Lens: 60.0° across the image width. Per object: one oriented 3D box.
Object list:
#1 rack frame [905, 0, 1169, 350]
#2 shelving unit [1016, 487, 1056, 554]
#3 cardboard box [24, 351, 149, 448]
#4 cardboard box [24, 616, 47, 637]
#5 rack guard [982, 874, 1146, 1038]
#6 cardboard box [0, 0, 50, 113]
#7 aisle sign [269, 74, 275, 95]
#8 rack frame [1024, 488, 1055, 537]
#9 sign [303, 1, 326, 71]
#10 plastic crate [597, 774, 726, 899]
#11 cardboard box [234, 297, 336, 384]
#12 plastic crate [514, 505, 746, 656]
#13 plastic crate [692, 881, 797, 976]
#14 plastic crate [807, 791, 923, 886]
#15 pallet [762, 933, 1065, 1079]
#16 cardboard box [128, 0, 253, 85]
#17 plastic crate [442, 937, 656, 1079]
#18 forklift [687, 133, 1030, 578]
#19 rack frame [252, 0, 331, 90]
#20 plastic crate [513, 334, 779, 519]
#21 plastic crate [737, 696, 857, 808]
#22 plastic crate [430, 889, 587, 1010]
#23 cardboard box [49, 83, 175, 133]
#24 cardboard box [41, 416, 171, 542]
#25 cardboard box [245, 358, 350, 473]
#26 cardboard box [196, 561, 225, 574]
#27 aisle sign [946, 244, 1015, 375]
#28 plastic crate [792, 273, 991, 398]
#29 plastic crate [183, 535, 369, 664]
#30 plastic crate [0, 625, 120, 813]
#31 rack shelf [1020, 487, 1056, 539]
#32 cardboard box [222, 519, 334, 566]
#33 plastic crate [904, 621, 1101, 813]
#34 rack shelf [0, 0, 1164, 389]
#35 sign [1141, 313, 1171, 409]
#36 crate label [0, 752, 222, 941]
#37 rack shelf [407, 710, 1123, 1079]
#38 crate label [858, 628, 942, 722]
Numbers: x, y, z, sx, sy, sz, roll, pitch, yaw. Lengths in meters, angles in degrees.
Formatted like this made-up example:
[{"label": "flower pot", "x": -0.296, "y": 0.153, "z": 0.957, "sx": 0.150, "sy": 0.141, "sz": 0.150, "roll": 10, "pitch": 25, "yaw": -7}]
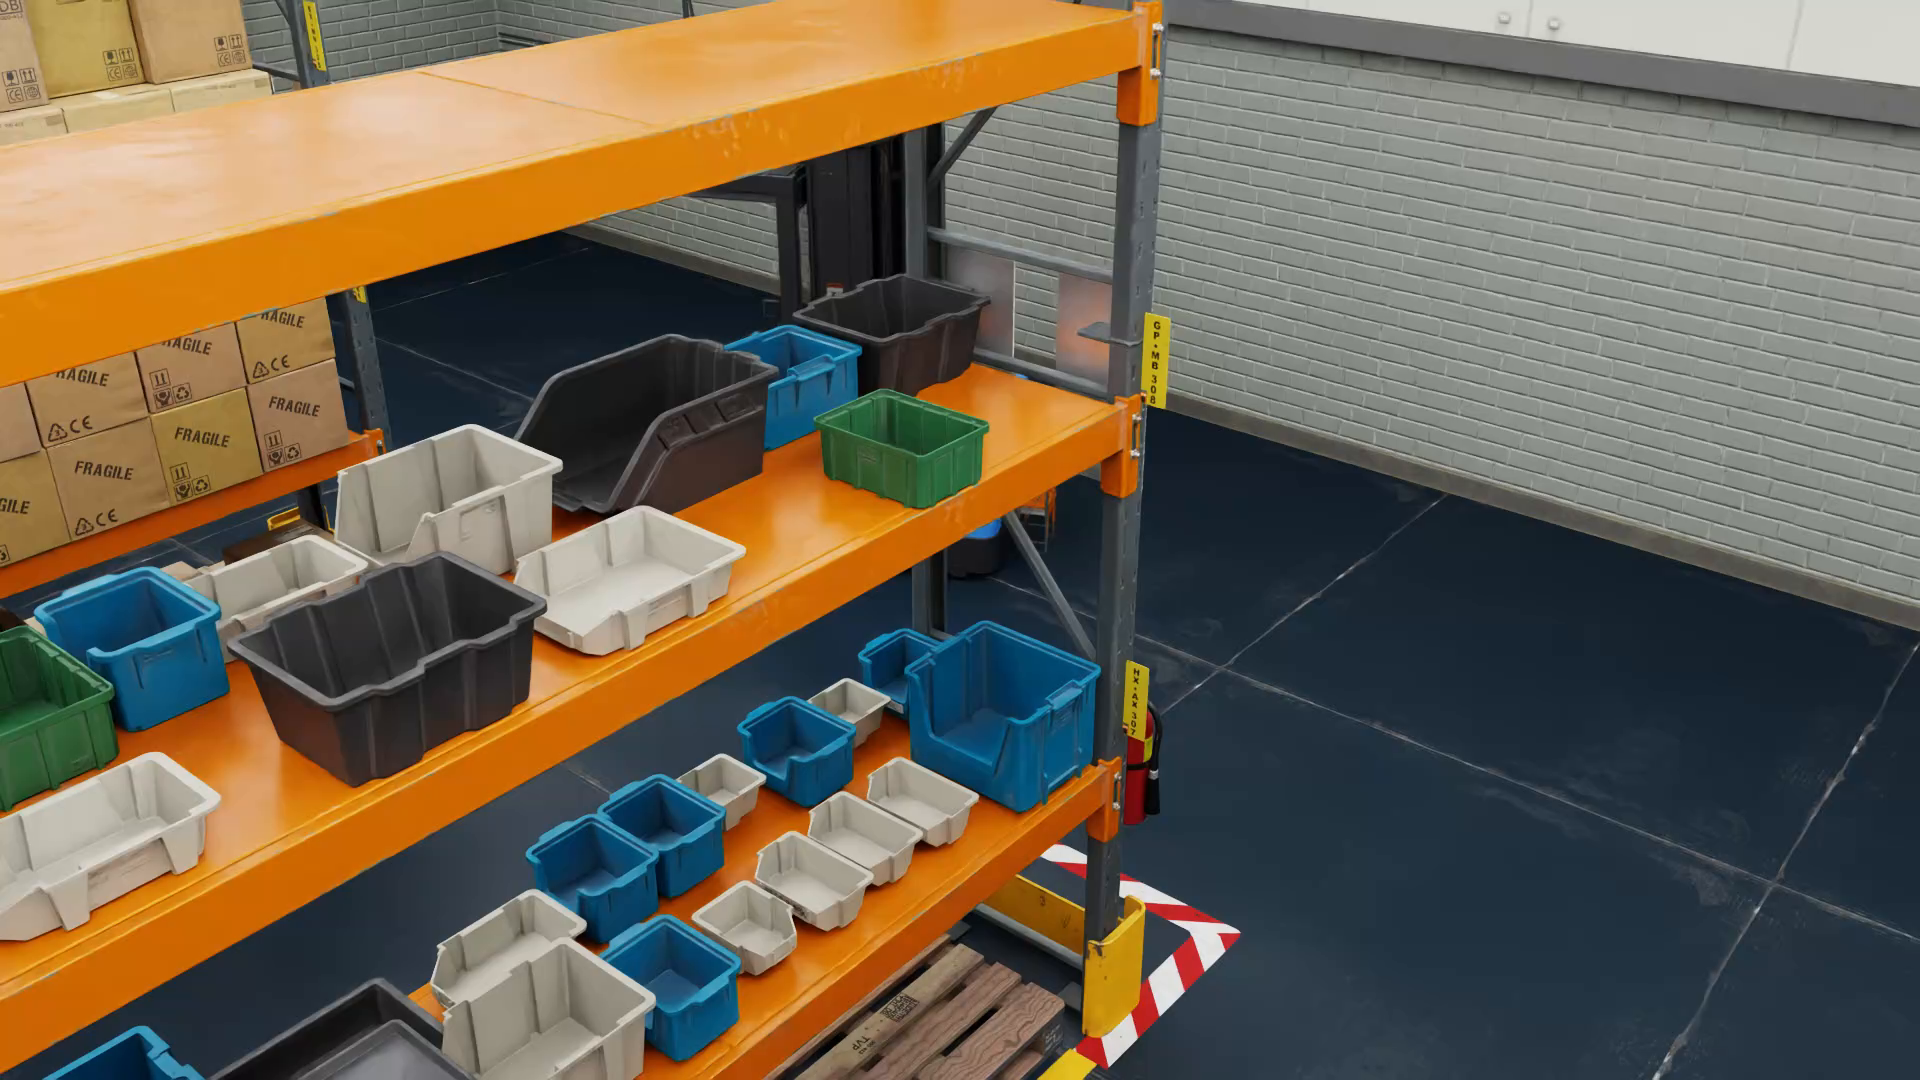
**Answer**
[{"label": "rack frame", "x": 0.227, "y": -2.140, "z": 5.225, "sx": 1.000, "sy": 3.000, "sz": 0.127, "roll": 21, "pitch": 34, "yaw": 34}, {"label": "shelving unit", "x": 0.492, "y": -0.445, "z": 10.600, "sx": 0.215, "sy": 1.050, "sz": 0.252, "roll": 6, "pitch": 28, "yaw": 12}, {"label": "cardboard box", "x": -4.310, "y": -0.810, "z": 7.986, "sx": 0.500, "sy": 0.500, "sz": 0.500, "roll": 22, "pitch": 34, "yaw": 36}, {"label": "cardboard box", "x": -4.793, "y": 0.566, "z": 9.037, "sx": 0.500, "sy": 0.250, "sz": 0.500, "roll": 21, "pitch": 34, "yaw": 34}, {"label": "rack guard", "x": 0.232, "y": 1.623, "z": 7.201, "sx": 1.175, "sy": 0.500, "sz": 0.348, "roll": 21, "pitch": 34, "yaw": 34}, {"label": "cardboard box", "x": -4.526, "y": -2.197, "z": 7.403, "sx": 0.700, "sy": 0.500, "sz": 0.500, "roll": 21, "pitch": 34, "yaw": 34}, {"label": "aisle sign", "x": -3.776, "y": -2.189, "z": 9.019, "sx": 0.394, "sy": 0.787, "sz": 0.004, "roll": 21, "pitch": 34, "yaw": 34}, {"label": "rack frame", "x": 0.522, "y": -0.500, "z": 10.705, "sx": 0.200, "sy": 1.050, "sz": 0.008, "roll": 6, "pitch": 28, "yaw": 12}, {"label": "sign", "x": -3.177, "y": -2.481, "z": 8.184, "sx": 0.100, "sy": 0.325, "sz": 0.005, "roll": 21, "pitch": 34, "yaw": 34}, {"label": "plastic crate", "x": -1.021, "y": 1.030, "z": 5.742, "sx": 0.416, "sy": 0.233, "sz": 0.300, "roll": 21, "pitch": 34, "yaw": 34}, {"label": "cardboard box", "x": -3.664, "y": -1.175, "z": 8.691, "sx": 0.500, "sy": 0.500, "sz": 0.500, "roll": 20, "pitch": 34, "yaw": 34}, {"label": "plastic crate", "x": -0.896, "y": 0.115, "z": 4.418, "sx": 0.437, "sy": 0.136, "sz": 0.530, "roll": 21, "pitch": 34, "yaw": 34}, {"label": "plastic crate", "x": -0.680, "y": 1.272, "z": 5.380, "sx": 0.298, "sy": 0.136, "sz": 0.250, "roll": 21, "pitch": 34, "yaw": 34}, {"label": "plastic crate", "x": -0.347, "y": 1.056, "z": 5.798, "sx": 0.396, "sy": 0.136, "sz": 0.243, "roll": 21, "pitch": 34, "yaw": 34}, {"label": "pallet", "x": -0.327, "y": 2.044, "z": 6.701, "sx": 1.003, "sy": 0.211, "sz": 1.213, "roll": 21, "pitch": 34, "yaw": 34}, {"label": "cardboard box", "x": -3.907, "y": -2.558, "z": 8.101, "sx": 0.700, "sy": 0.500, "sz": 0.500, "roll": 21, "pitch": 34, "yaw": 34}, {"label": "plastic crate", "x": -1.204, "y": 1.481, "z": 4.818, "sx": 0.437, "sy": 0.282, "sz": 0.530, "roll": 21, "pitch": 34, "yaw": 34}, {"label": "forklift", "x": -1.114, "y": -1.427, "z": 10.451, "sx": 3.031, "sy": 2.935, "sz": 1.130, "roll": 7, "pitch": 28, "yaw": 13}, {"label": "rack frame", "x": -3.593, "y": -3.589, "z": 8.026, "sx": 1.000, "sy": 3.000, "sz": 0.127, "roll": 21, "pitch": 34, "yaw": 34}, {"label": "plastic crate", "x": -0.957, "y": -0.319, "z": 5.036, "sx": 0.504, "sy": 0.338, "sz": 0.767, "roll": 21, "pitch": 34, "yaw": 34}, {"label": "plastic crate", "x": -0.603, "y": 0.797, "z": 6.193, "sx": 0.416, "sy": 0.233, "sz": 0.300, "roll": 21, "pitch": 34, "yaw": 34}, {"label": "plastic crate", "x": -1.441, "y": 1.328, "z": 5.272, "sx": 0.293, "sy": 0.136, "sz": 0.466, "roll": 21, "pitch": 34, "yaw": 34}, {"label": "cardboard box", "x": -4.040, "y": -1.978, "z": 7.795, "sx": 0.500, "sy": 0.250, "sz": 0.500, "roll": 21, "pitch": 34, "yaw": 34}, {"label": "cardboard box", "x": -4.316, "y": -0.370, "z": 8.224, "sx": 0.500, "sy": 0.500, "sz": 0.500, "roll": 21, "pitch": 34, "yaw": 35}, {"label": "cardboard box", "x": -3.667, "y": -0.730, "z": 8.920, "sx": 0.500, "sy": 0.500, "sz": 0.500, "roll": 22, "pitch": 35, "yaw": 36}, {"label": "cardboard box", "x": -4.283, "y": 0.275, "z": 9.690, "sx": 0.380, "sy": 0.166, "sz": 0.250, "roll": 21, "pitch": 34, "yaw": 34}, {"label": "aisle sign", "x": 0.044, "y": -0.742, "z": 6.223, "sx": 0.394, "sy": 0.787, "sz": 0.004, "roll": 21, "pitch": 34, "yaw": 34}, {"label": "plastic crate", "x": -0.233, "y": -0.695, "z": 5.838, "sx": 0.497, "sy": 0.269, "sz": 0.590, "roll": 21, "pitch": 34, "yaw": 34}, {"label": "plastic crate", "x": -1.802, "y": 0.166, "z": 4.320, "sx": 0.293, "sy": 0.136, "sz": 0.466, "roll": 21, "pitch": 34, "yaw": 34}, {"label": "plastic crate", "x": -2.281, "y": 0.466, "z": 3.682, "sx": 0.450, "sy": 0.188, "sz": 0.662, "roll": 21, "pitch": 34, "yaw": 34}, {"label": "rack shelf", "x": 0.492, "y": -0.189, "z": 10.732, "sx": 0.215, "sy": 0.259, "sz": 0.240, "roll": 6, "pitch": 28, "yaw": 12}, {"label": "cardboard box", "x": -3.748, "y": 0.255, "z": 9.366, "sx": 0.500, "sy": 0.500, "sz": 0.500, "roll": 21, "pitch": 34, "yaw": 34}, {"label": "plastic crate", "x": 0.158, "y": 0.656, "z": 6.246, "sx": 0.616, "sy": 0.435, "sz": 0.499, "roll": 21, "pitch": 34, "yaw": 34}, {"label": "rack shelf", "x": -1.045, "y": -0.934, "z": 4.111, "sx": 1.077, "sy": 0.370, "sz": 4.000, "roll": 21, "pitch": 34, "yaw": 34}, {"label": "sign", "x": 0.662, "y": -0.606, "z": 5.638, "sx": 0.100, "sy": 0.325, "sz": 0.005, "roll": 21, "pitch": 34, "yaw": 34}, {"label": "crate label", "x": -1.783, "y": 0.639, "z": 3.405, "sx": 0.293, "sy": 0.136, "sz": 0.466, "roll": 21, "pitch": 34, "yaw": 34}, {"label": "rack shelf", "x": -1.045, "y": 1.553, "z": 5.398, "sx": 1.077, "sy": 0.370, "sz": 4.000, "roll": 21, "pitch": 34, "yaw": 34}, {"label": "crate label", "x": -0.184, "y": 0.564, "z": 6.645, "sx": 0.416, "sy": 0.233, "sz": 0.303, "roll": 21, "pitch": 34, "yaw": 34}]
